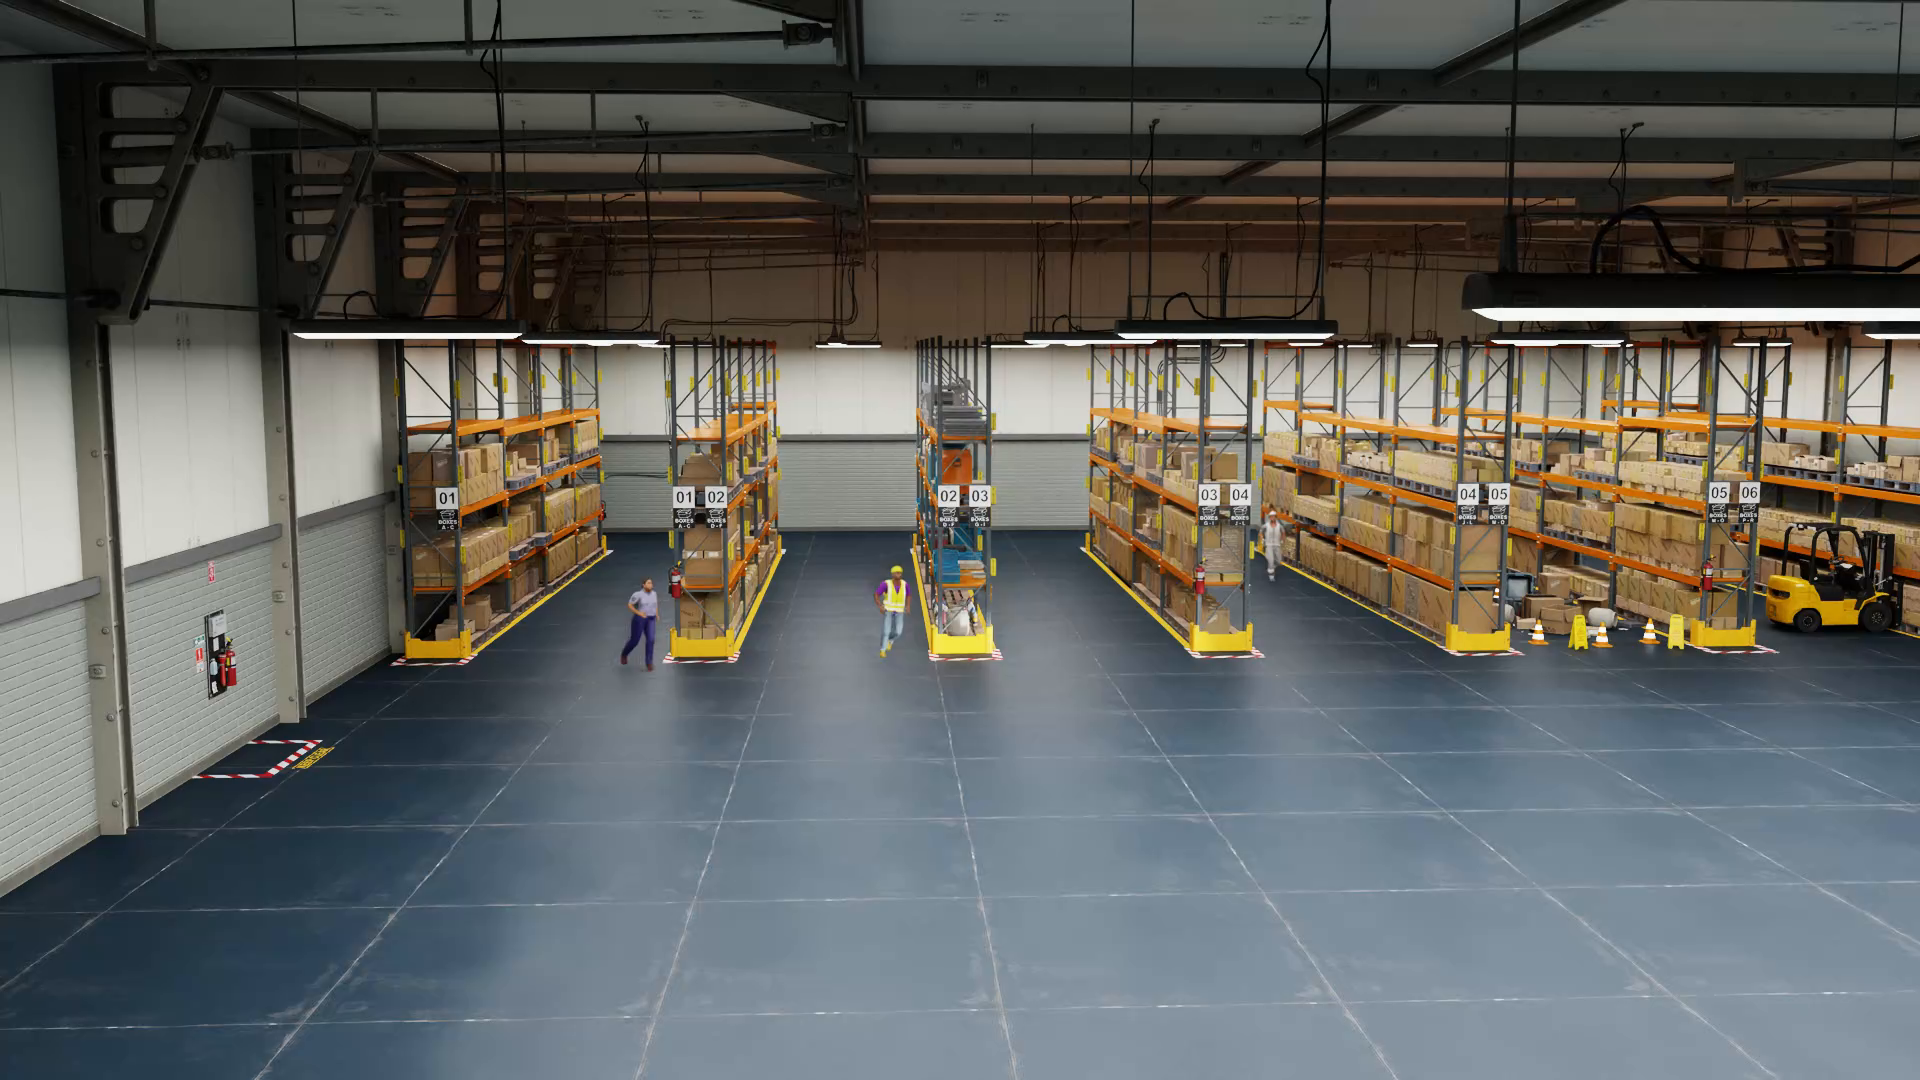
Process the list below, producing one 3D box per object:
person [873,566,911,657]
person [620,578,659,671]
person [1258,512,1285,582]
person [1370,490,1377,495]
[{"bbox_3d":[-1.245,1.337,31.267,0.755,1.705,0.532,-2,7,-17],"label":"person"},{"bbox_3d":[-5.702,1.506,30.109,0.691,1.614,0.925,-5,8,-38],"label":"person"},{"bbox_3d":[7.770,0.158,41.409,0.658,1.741,0.687,0,6,-1],"label":"person"},{"bbox_3d":[12.435,-0.693,49.412,0.738,1.653,0.569,1,7,7],"label":"person"}]
